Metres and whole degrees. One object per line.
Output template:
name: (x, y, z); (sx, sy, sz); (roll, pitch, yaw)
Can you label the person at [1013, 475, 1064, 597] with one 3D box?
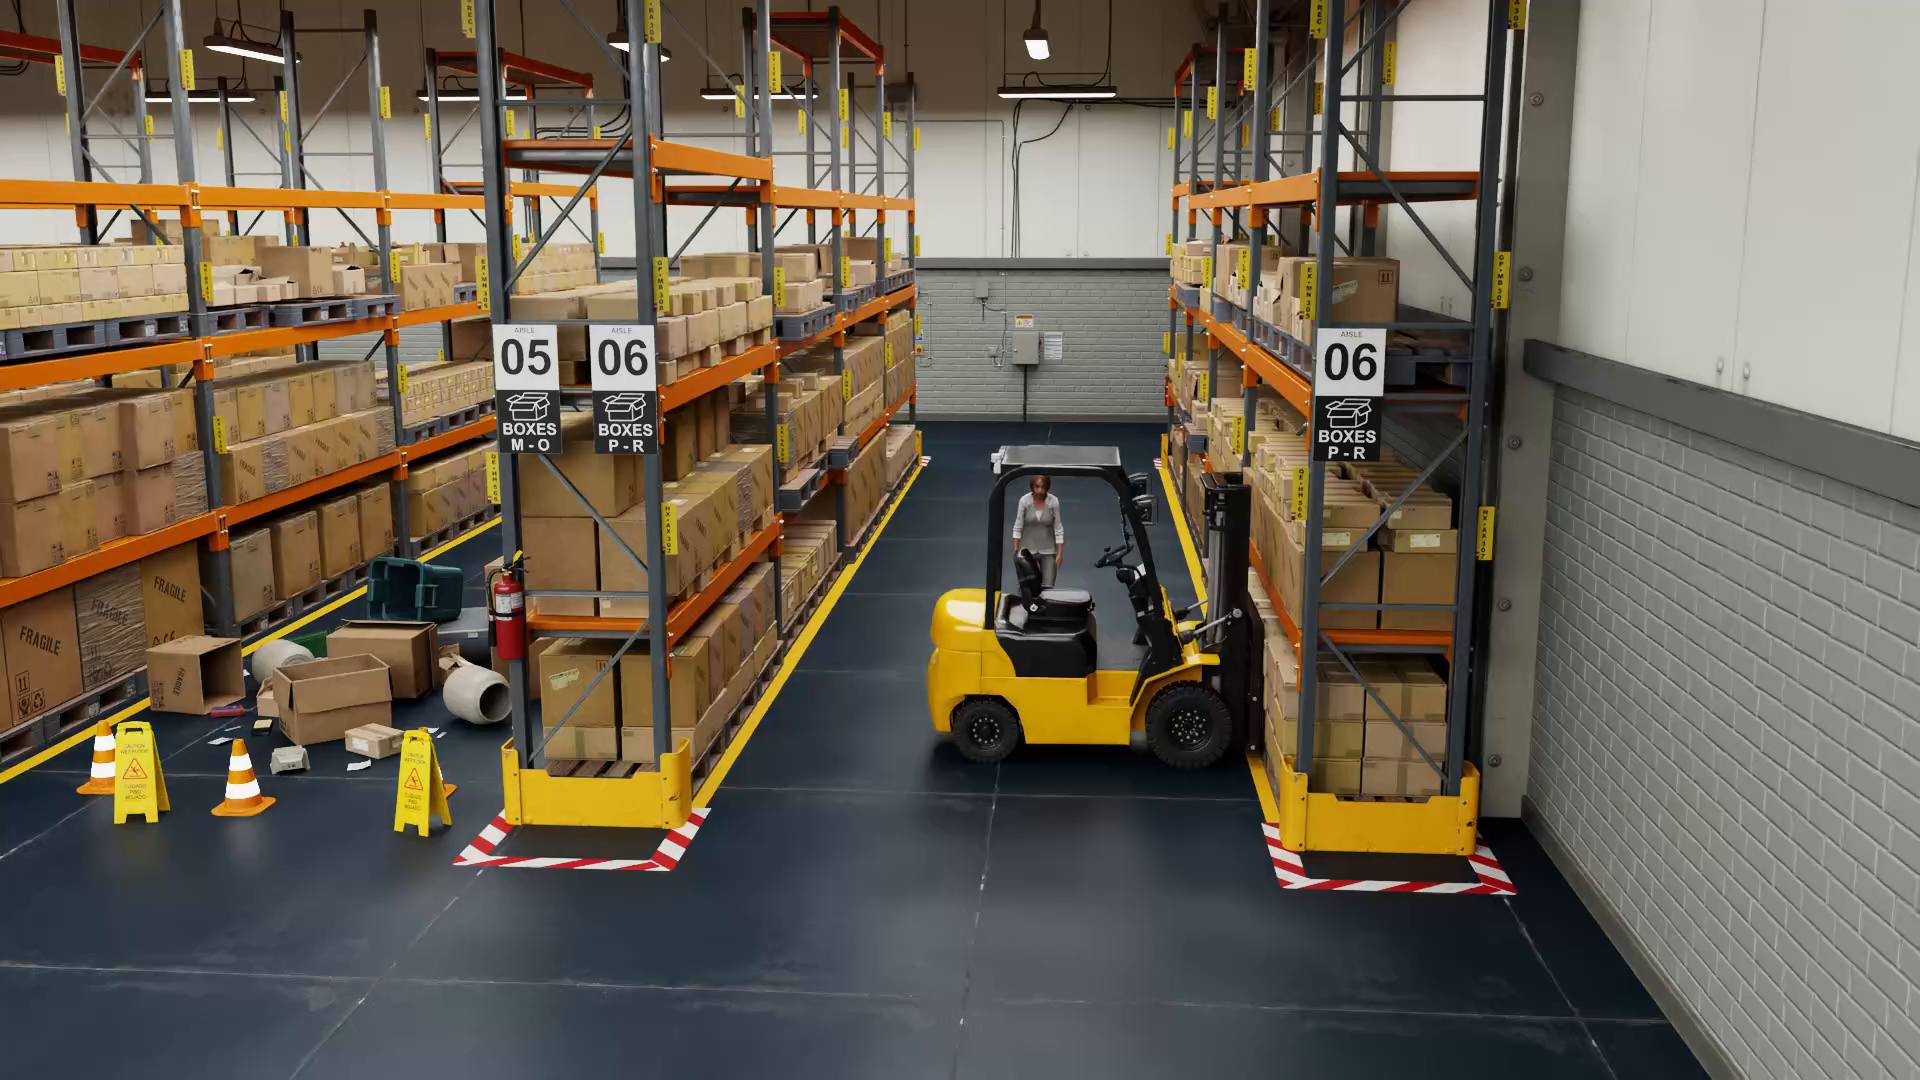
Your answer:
person: (0.711, 0.147, 15.203); (0.467, 1.593, 0.349); (1, 11, 3)
